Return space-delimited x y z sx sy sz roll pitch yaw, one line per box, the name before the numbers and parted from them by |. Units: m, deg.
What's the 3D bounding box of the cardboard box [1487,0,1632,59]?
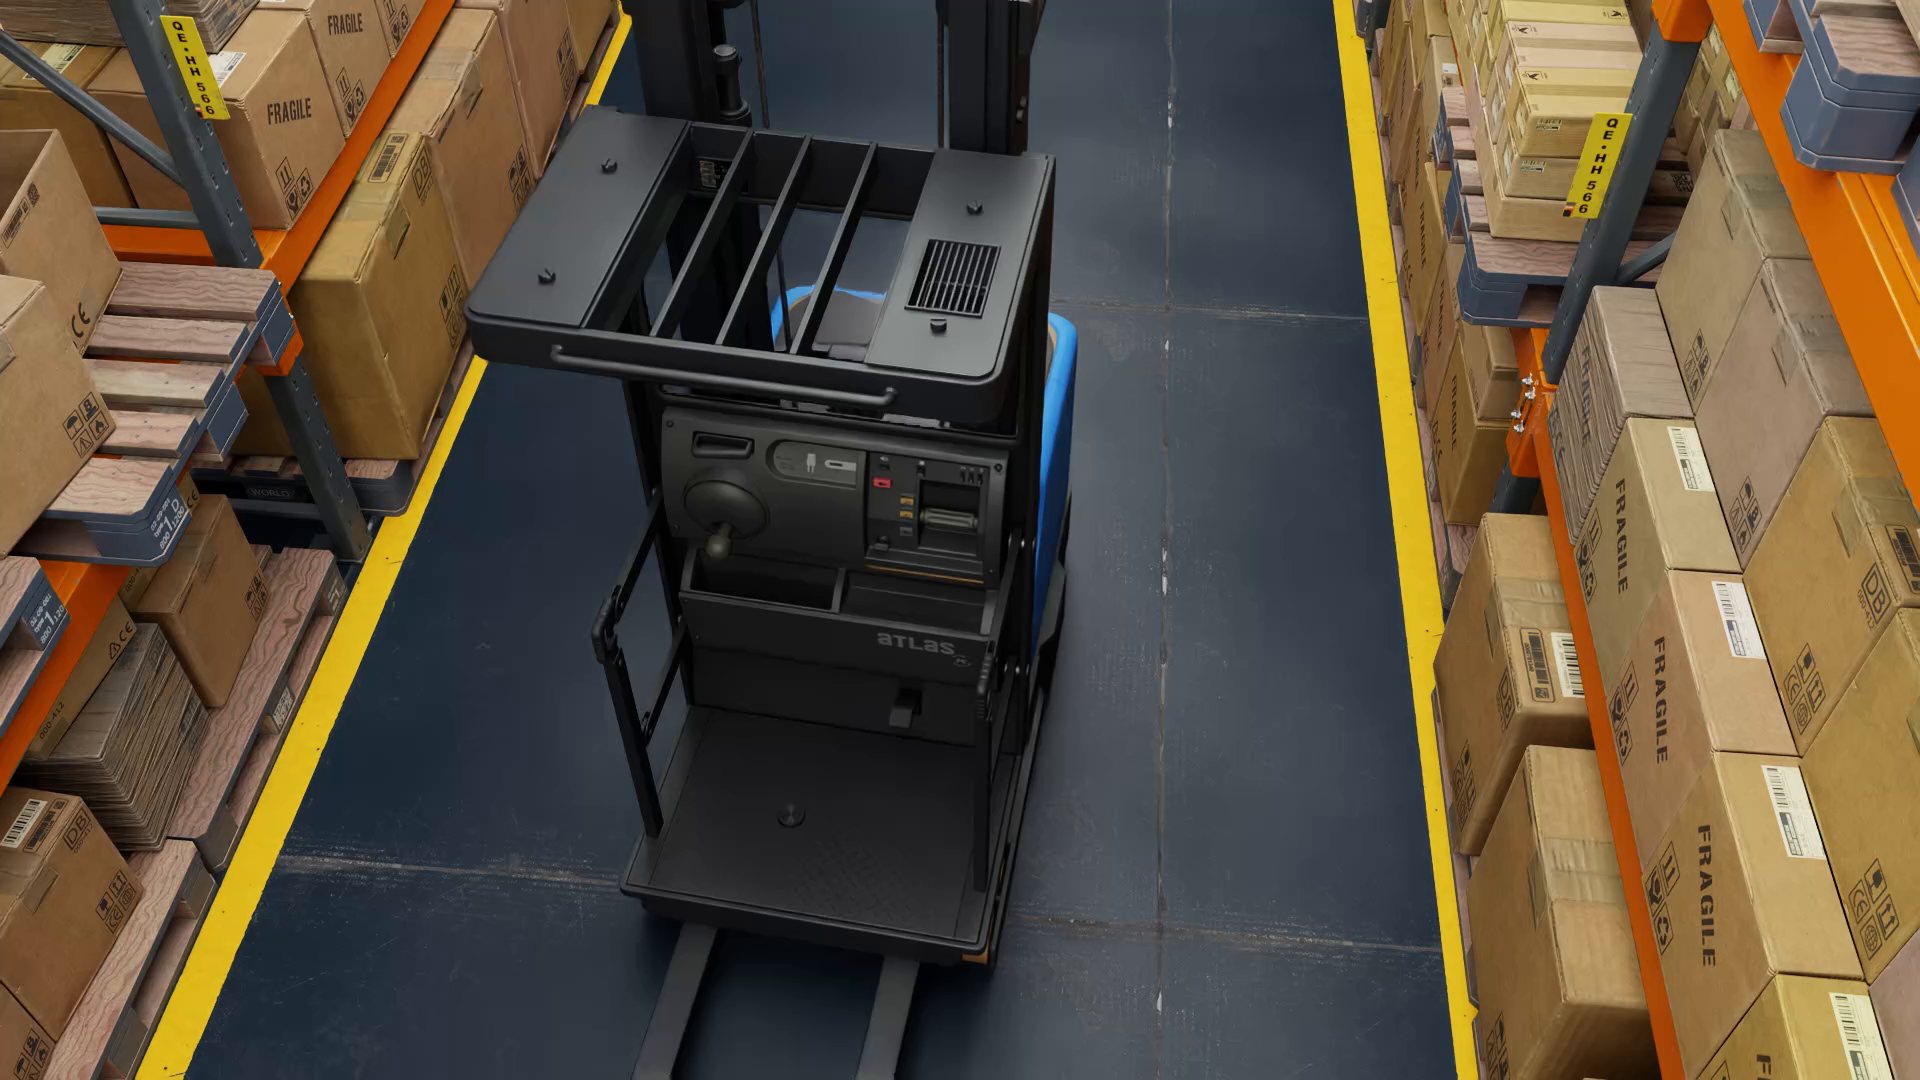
cardboard box | 1.860 -1.616 5.178 0.380 0.149 0.250 5 48 5

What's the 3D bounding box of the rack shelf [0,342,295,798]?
rack shelf | -2.889 0.714 4.052 1.077 0.370 4.000 4 48 4

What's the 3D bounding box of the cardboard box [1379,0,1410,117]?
cardboard box | 2.256 -2.303 7.733 0.500 0.500 0.500 6 48 5

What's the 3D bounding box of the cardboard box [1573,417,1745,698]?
cardboard box | 1.870 0.061 4.094 0.500 0.500 0.500 3 48 3

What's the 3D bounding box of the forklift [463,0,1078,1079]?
forklift | -0.377 -0.005 4.268 1.130 2.935 3.031 8 48 7

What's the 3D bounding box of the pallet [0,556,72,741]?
pallet | -2.847 0.523 3.868 1.003 0.211 1.213 4 48 4

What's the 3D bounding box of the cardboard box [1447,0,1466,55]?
cardboard box | 1.907 -1.793 5.743 0.380 0.149 0.250 2 48 2

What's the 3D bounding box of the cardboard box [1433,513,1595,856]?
cardboard box | 2.078 0.468 5.029 1.050 0.750 0.750 3 48 3

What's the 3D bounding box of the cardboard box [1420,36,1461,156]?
cardboard box | 2.160 -1.790 6.756 0.500 0.250 0.500 6 48 5

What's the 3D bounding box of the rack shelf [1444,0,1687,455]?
rack shelf | 2.405 -1.818 6.367 1.077 0.370 4.000 4 48 4

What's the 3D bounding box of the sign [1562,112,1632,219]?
sign | 1.682 -0.984 4.387 0.100 0.325 0.005 4 48 4

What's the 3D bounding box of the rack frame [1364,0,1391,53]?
rack frame | 2.588 -3.530 7.446 1.000 3.000 0.127 4 48 4

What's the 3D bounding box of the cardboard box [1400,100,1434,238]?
cardboard box | 2.175 -1.528 7.025 0.500 0.500 0.500 5 48 4

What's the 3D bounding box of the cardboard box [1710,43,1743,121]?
cardboard box | 2.480 -1.373 4.955 0.380 0.149 0.250 3 48 2

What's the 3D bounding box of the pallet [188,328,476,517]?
pallet | -2.560 -0.632 6.685 1.003 0.211 1.213 4 48 4

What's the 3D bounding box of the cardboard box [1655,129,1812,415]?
cardboard box | 2.172 -0.633 4.051 0.700 0.500 0.500 4 48 3

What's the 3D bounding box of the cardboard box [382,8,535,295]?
cardboard box | -2.534 -1.584 6.821 1.225 0.875 0.875 4 48 4

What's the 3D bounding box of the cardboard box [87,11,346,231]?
cardboard box | -2.392 -1.371 5.404 0.500 0.500 0.500 5 48 5

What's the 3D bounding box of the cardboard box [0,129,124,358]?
cardboard box | -2.716 -0.775 4.573 0.500 0.500 0.500 -1 48 -1

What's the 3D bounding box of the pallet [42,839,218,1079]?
pallet | -2.893 1.411 4.817 1.003 0.211 1.213 4 48 4

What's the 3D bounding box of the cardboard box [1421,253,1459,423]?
cardboard box | 2.074 -0.771 6.332 0.500 0.500 0.500 6 48 5

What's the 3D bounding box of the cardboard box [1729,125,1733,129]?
cardboard box | 2.467 -1.090 4.898 0.380 0.149 0.250 6 48 5

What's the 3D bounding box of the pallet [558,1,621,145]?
pallet | -2.338 -2.425 8.325 1.003 0.211 1.213 4 48 4

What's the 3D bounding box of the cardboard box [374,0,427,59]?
cardboard box | -2.304 -2.127 6.095 0.500 0.500 0.500 3 48 3

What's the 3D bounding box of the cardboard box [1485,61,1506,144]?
cardboard box | 1.837 -1.338 5.125 0.380 0.149 0.250 5 48 5

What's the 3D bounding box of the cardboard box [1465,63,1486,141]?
cardboard box | 1.858 -1.413 5.395 0.380 0.149 0.250 5 48 4

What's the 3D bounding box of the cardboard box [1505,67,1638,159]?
cardboard box | 1.811 -1.240 4.833 0.380 0.149 0.250 2 48 2

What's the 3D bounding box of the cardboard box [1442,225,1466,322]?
cardboard box | 2.060 -1.034 6.064 0.500 0.250 0.500 4 48 4

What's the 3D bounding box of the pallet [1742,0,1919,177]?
pallet | 2.217 -1.063 3.284 1.213 0.211 1.003 6 48 5

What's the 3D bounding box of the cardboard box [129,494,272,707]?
cardboard box | -2.748 0.190 5.439 0.700 0.500 0.500 2 48 1

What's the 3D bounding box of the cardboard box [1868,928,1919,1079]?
cardboard box | 1.989 0.863 2.683 0.700 0.500 0.500 4 48 4

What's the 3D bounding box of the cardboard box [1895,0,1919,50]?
cardboard box | 1.892 -0.843 2.705 0.500 0.250 0.500 5 48 5

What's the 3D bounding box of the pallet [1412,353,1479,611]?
pallet | 2.296 -0.224 6.312 1.003 0.211 1.213 4 48 4

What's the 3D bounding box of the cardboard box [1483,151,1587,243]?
cardboard box | 1.810 -1.041 5.055 0.380 0.149 0.250 5 48 4

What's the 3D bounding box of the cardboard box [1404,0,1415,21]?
cardboard box | 2.257 -2.556 7.456 0.500 0.250 0.500 2 48 2

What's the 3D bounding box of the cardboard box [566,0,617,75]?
cardboard box | -2.381 -2.891 8.017 1.225 0.875 0.875 4 48 4

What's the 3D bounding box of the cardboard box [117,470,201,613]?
cardboard box | -2.738 -0.062 5.162 0.500 0.250 0.500 6 48 5

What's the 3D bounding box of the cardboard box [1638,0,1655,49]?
cardboard box | 2.559 -1.753 5.706 0.380 0.149 0.250 5 48 5

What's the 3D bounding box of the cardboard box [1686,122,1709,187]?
cardboard box | 2.490 -1.160 5.164 0.380 0.149 0.250 6 48 5

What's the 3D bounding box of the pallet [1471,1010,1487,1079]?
pallet | 1.963 1.819 4.444 1.003 0.211 1.213 4 48 4

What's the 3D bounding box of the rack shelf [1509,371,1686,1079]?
rack shelf | 2.041 1.122 3.679 1.077 0.370 4.000 4 48 4

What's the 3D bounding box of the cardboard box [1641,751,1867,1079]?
cardboard box | 1.776 0.797 3.420 0.500 0.500 0.500 3 48 3

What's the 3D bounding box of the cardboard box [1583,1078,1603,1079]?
cardboard box | 1.917 1.795 3.815 1.050 0.750 0.750 4 48 4

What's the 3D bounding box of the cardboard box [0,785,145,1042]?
cardboard box | -2.831 1.016 4.684 0.700 0.500 0.500 7 48 7

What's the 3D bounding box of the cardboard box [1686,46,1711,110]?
cardboard box | 2.511 -1.486 5.260 0.380 0.149 0.250 3 48 2

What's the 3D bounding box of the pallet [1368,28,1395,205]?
pallet | 2.518 -2.017 7.952 1.003 0.211 1.213 4 48 4

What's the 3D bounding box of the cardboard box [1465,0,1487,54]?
cardboard box | 1.882 -1.715 5.470 0.380 0.149 0.250 4 48 4

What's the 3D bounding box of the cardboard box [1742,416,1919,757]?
cardboard box | 2.083 0.116 3.366 0.700 0.500 0.500 3 48 3

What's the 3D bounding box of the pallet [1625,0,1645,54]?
pallet | 2.363 -1.984 6.161 1.003 0.211 1.213 4 48 4
